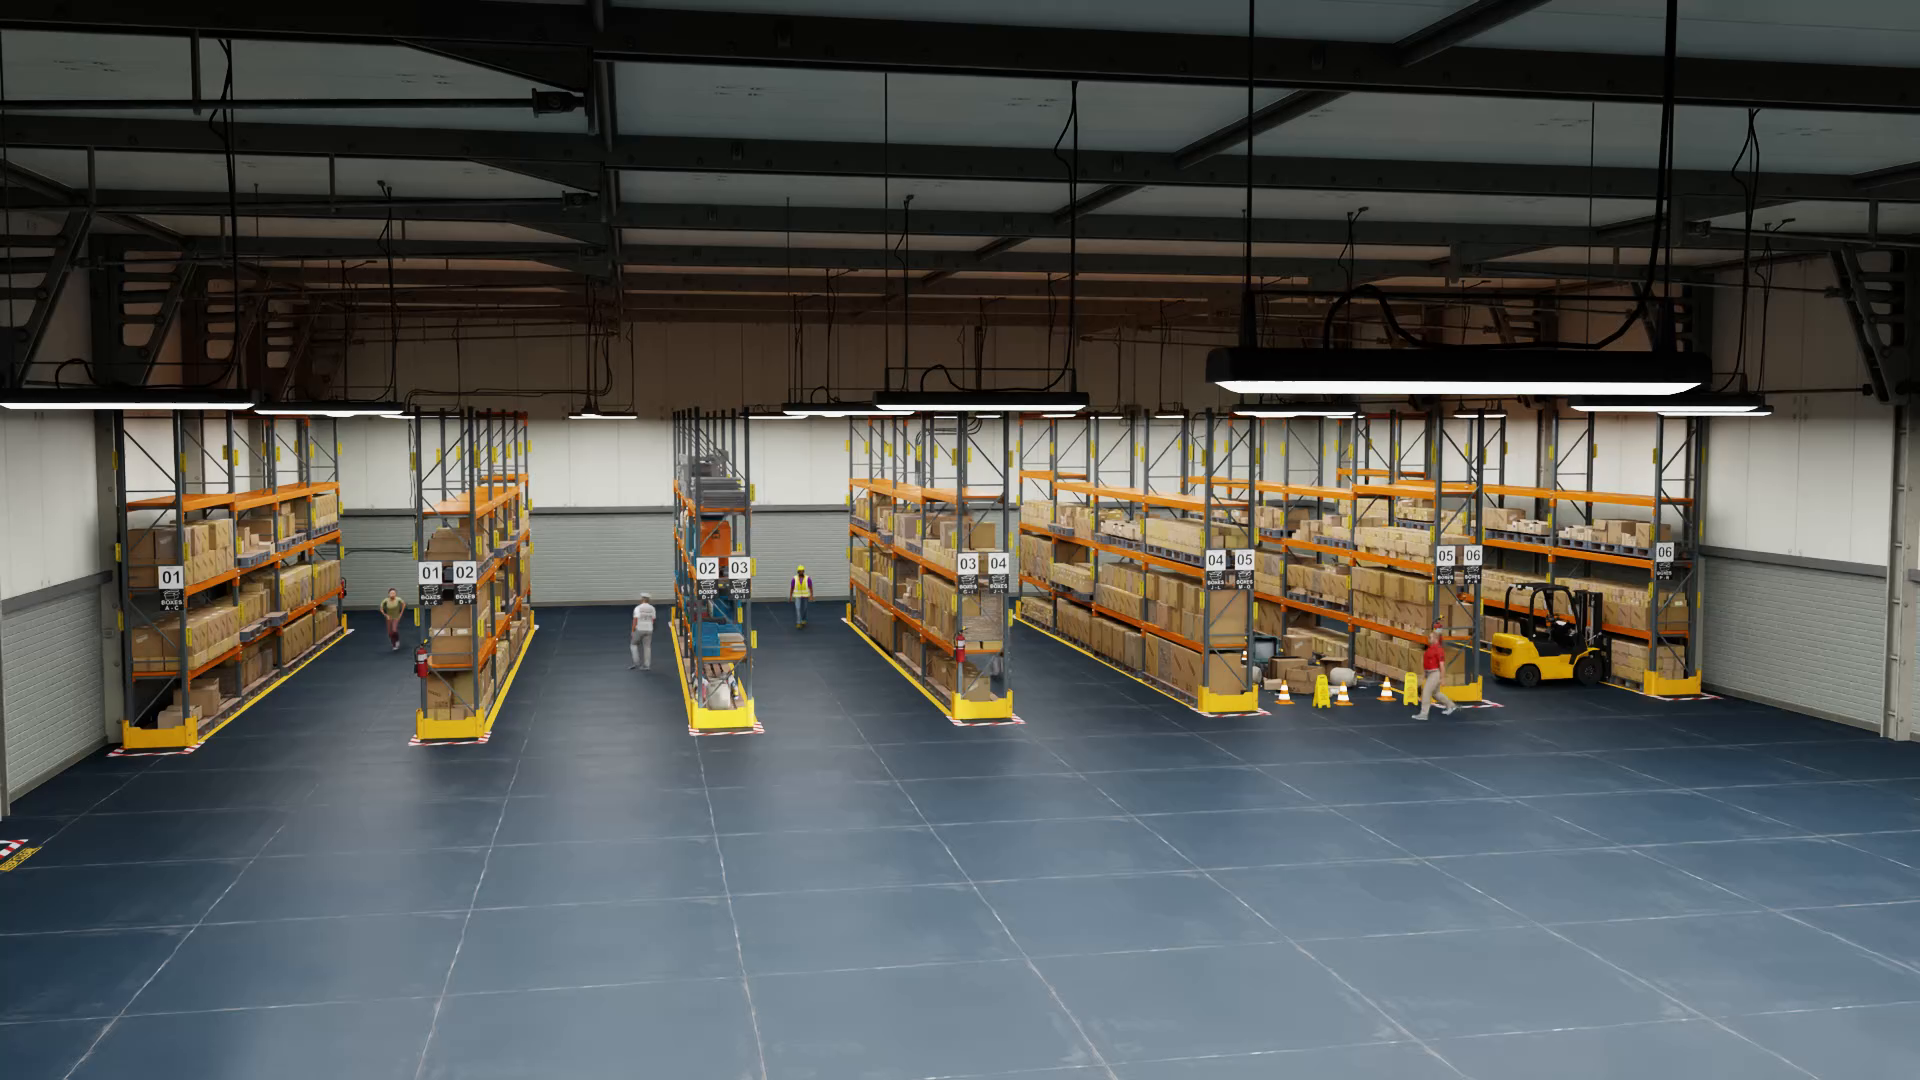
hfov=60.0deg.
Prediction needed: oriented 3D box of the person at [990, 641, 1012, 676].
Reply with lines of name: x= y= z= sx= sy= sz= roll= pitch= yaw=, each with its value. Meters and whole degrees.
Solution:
person: x=0.863 y=2.178 z=37.465 sx=0.591 sy=1.771 sz=0.505 roll=-1 pitch=4 yaw=-14

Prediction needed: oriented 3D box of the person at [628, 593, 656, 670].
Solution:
person: x=-7.317 y=2.118 z=38.371 sx=0.637 sy=1.757 sz=0.496 roll=-3 pitch=5 yaw=-39

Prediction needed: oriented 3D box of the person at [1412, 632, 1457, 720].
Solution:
person: x=9.136 y=2.602 z=31.935 sx=1.019 sy=1.679 sz=0.538 roll=-1 pitch=4 yaw=-10

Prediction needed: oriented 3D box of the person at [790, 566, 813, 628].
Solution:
person: x=-4.404 y=1.573 z=46.162 sx=0.645 sy=1.708 sz=1.085 roll=-1 pitch=4 yaw=-8

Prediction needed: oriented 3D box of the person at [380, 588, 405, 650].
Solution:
person: x=-14.190 y=1.978 z=41.635 sx=0.545 sy=1.579 sz=0.691 roll=0 pitch=4 yaw=-3
